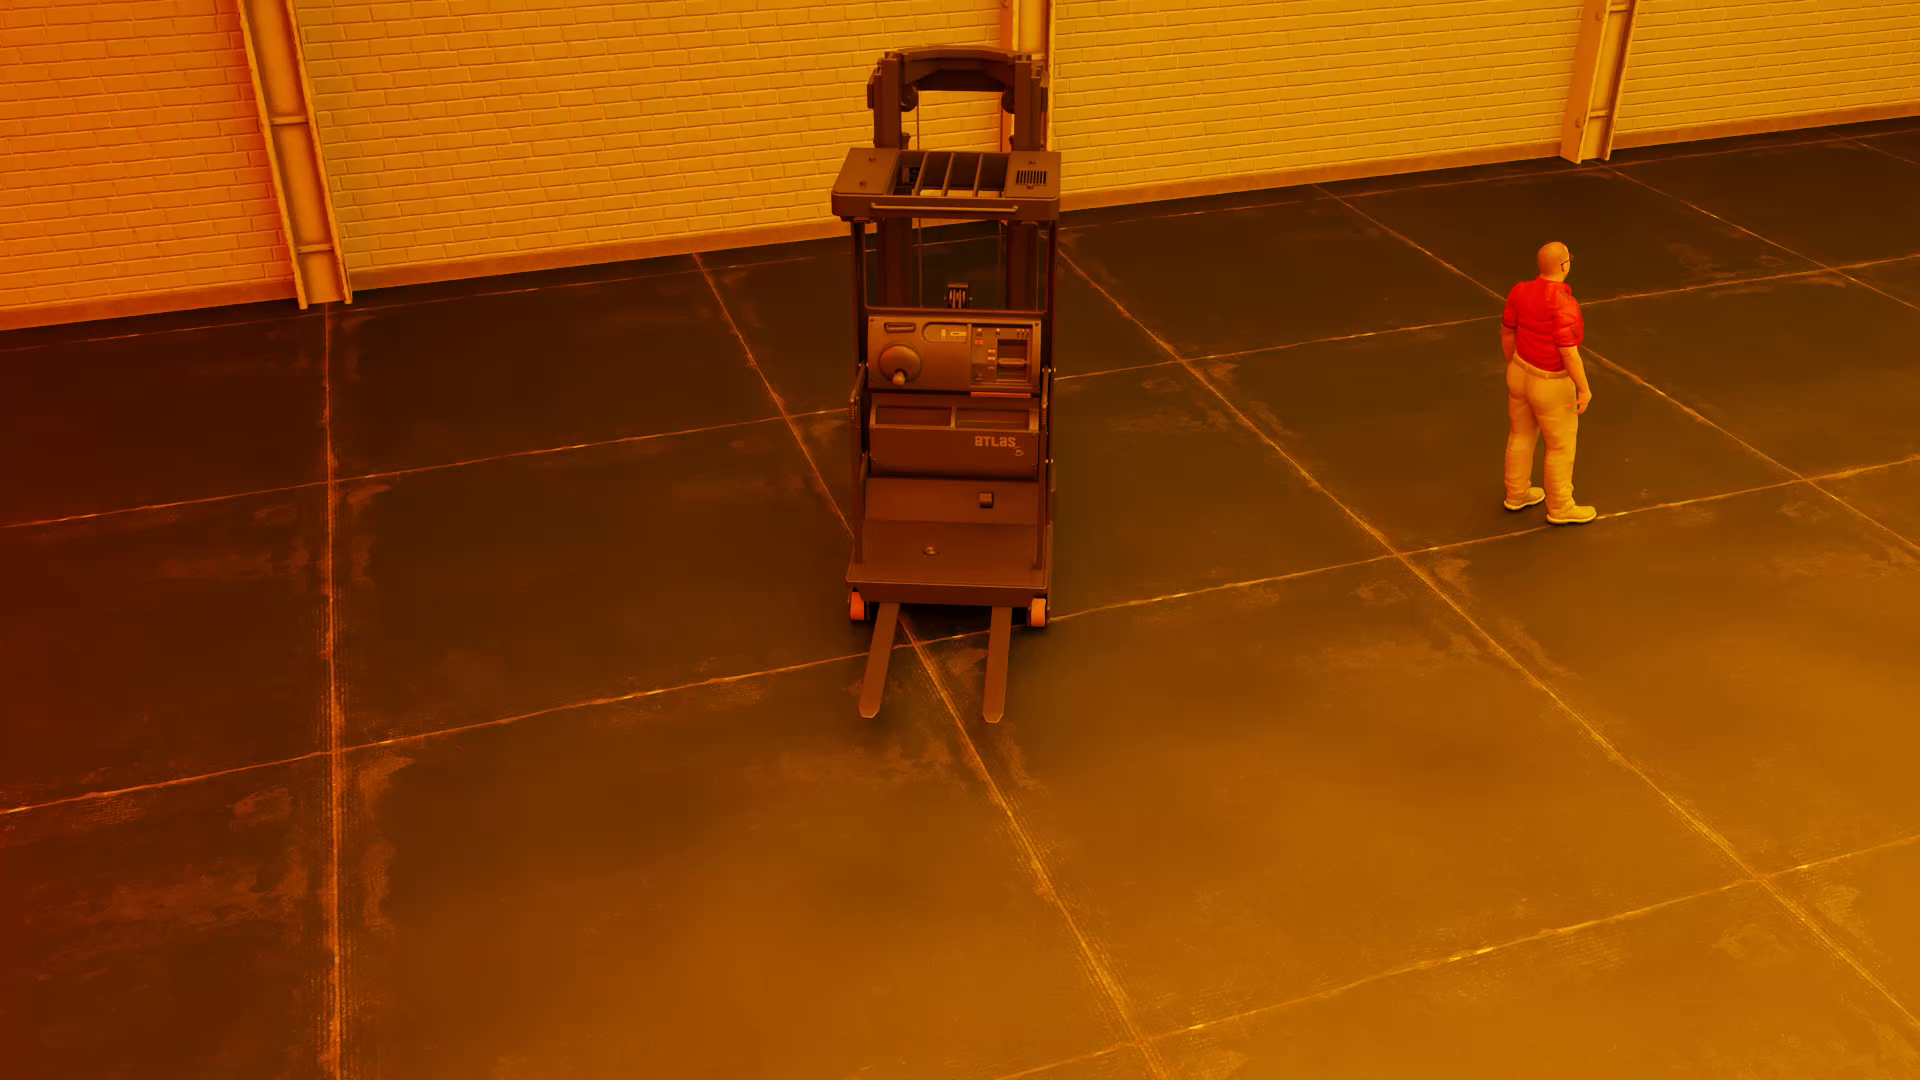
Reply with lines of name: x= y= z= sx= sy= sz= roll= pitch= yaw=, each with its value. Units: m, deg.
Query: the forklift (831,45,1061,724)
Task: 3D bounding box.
forklift: x=-0.044 y=-0.958 z=8.751 sx=1.130 sy=2.935 sz=3.031 roll=2 pitch=30 yaw=3

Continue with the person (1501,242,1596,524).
person: x=3.552 y=-0.957 z=9.940 sx=0.551 sy=1.727 sz=0.640 roll=-14 pitch=33 yaw=-24
